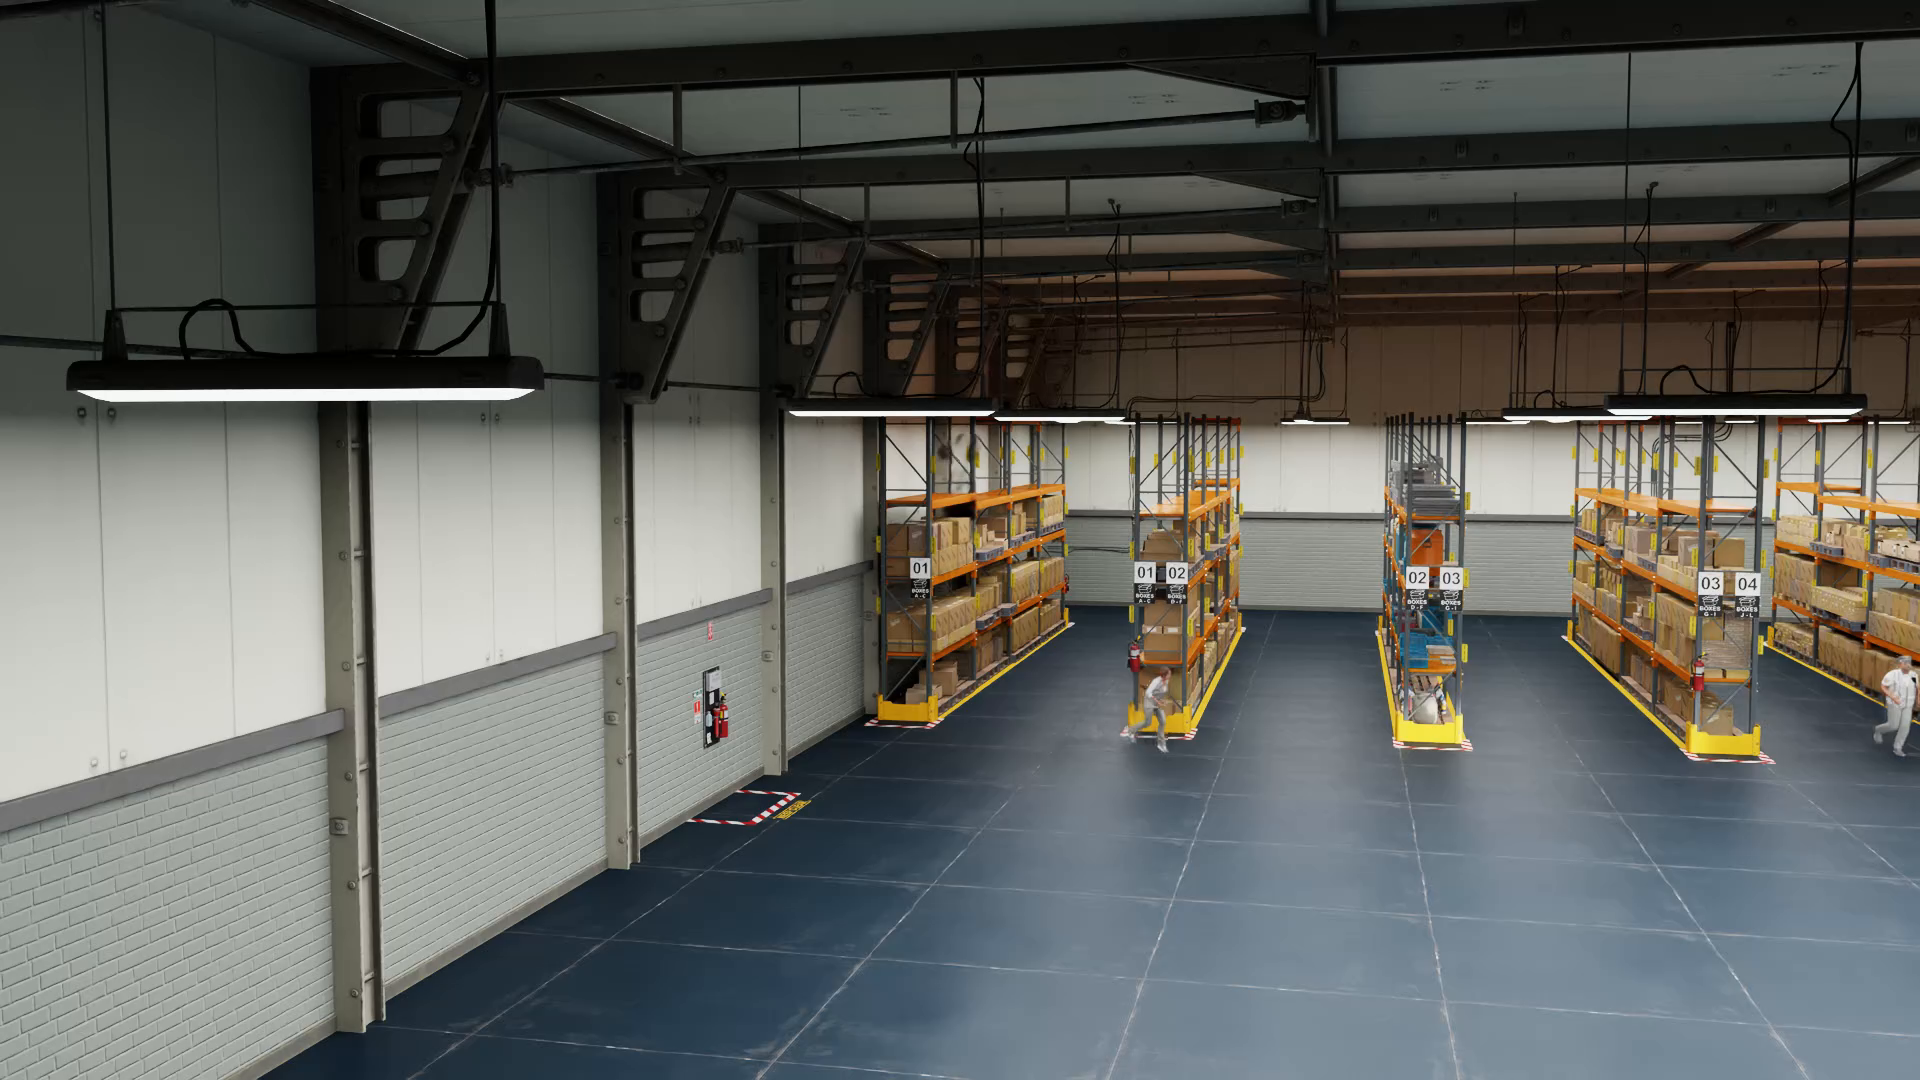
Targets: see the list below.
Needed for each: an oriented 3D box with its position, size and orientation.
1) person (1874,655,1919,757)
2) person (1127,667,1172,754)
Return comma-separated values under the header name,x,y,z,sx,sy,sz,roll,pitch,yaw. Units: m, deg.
name,x,y,z,sx,sy,sz,roll,pitch,yaw
person,16.569,2.885,29.296,0.688,1.756,0.771,0,4,0
person,3.358,2.981,29.525,0.913,1.547,0.570,3,5,38
